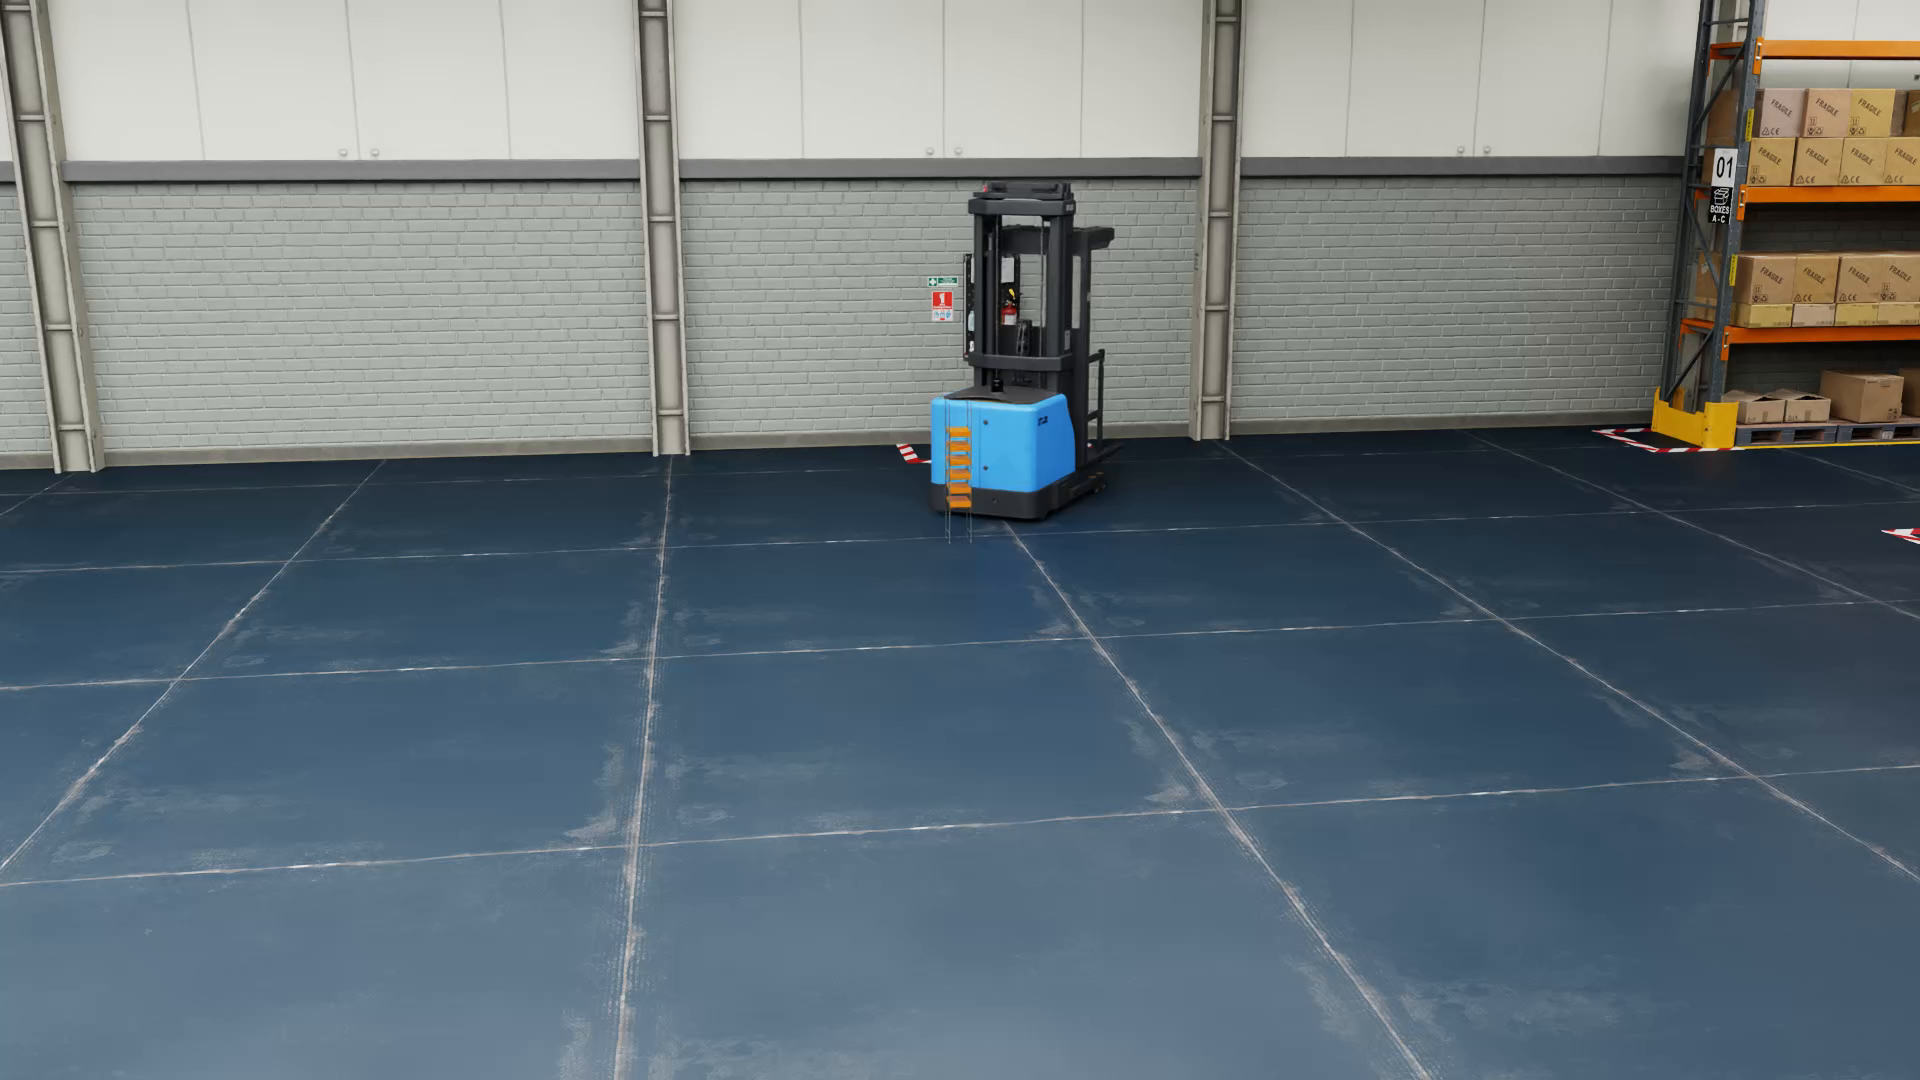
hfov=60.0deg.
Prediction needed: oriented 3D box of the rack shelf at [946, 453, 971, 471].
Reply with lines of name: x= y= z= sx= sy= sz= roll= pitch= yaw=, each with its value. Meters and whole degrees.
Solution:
rack shelf: x=-0.014 y=-0.655 z=14.055 sx=0.180 sy=0.103 sz=0.258 roll=-2 pitch=14 yaw=-8

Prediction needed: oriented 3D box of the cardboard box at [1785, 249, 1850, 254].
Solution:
cardboard box: x=9.633 y=-3.003 z=18.755 sx=0.500 sy=0.500 sz=0.500 roll=-2 pitch=14 yaw=-10

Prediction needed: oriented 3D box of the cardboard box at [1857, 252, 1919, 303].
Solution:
cardboard box: x=10.217 y=-2.898 z=18.338 sx=0.500 sy=0.500 sz=0.500 roll=-2 pitch=14 yaw=-7

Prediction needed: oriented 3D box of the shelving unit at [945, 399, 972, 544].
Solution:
shelving unit: x=-0.014 y=-0.581 z=14.074 sx=0.189 sy=1.200 sz=0.258 roll=-2 pitch=14 yaw=-8

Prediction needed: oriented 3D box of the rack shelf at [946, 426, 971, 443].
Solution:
rack shelf: x=-0.014 y=-0.888 z=13.997 sx=0.180 sy=0.103 sz=0.258 roll=-2 pitch=14 yaw=-8

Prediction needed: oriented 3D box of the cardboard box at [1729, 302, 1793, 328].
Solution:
cardboard box: x=8.719 y=-2.477 z=18.198 sx=0.500 sy=0.250 sz=0.500 roll=-3 pitch=14 yaw=-10

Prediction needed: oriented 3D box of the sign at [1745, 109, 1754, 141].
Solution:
sign: x=8.270 y=-4.347 z=17.425 sx=0.005 sy=0.325 sz=0.100 roll=-2 pitch=14 yaw=-8

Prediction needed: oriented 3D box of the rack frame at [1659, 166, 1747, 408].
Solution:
rack frame: x=8.189 y=-2.598 z=18.416 sx=0.127 sy=3.000 sz=1.000 roll=-2 pitch=14 yaw=-8

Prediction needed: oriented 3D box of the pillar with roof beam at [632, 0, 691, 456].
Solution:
pillar with roof beam: x=-2.472 y=-4.271 z=12.754 sx=0.400 sy=9.000 sz=9.100 roll=-2 pitch=14 yaw=-8

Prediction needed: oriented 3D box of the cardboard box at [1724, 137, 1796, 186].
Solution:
cardboard box: x=8.557 y=-4.064 z=17.846 sx=0.500 sy=0.500 sz=0.500 roll=-2 pitch=14 yaw=-7

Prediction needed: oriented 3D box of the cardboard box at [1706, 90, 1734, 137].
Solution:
cardboard box: x=8.577 y=-4.675 z=18.228 sx=0.500 sy=0.500 sz=0.500 roll=-1 pitch=14 yaw=-6

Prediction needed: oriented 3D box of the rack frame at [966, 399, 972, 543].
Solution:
rack frame: x=0.076 y=-0.585 z=14.087 sx=0.006 sy=1.200 sz=0.240 roll=-2 pitch=14 yaw=-8

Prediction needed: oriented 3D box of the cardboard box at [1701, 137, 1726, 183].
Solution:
cardboard box: x=8.564 y=-4.188 z=18.340 sx=0.500 sy=0.500 sz=0.500 roll=-1 pitch=14 yaw=-4

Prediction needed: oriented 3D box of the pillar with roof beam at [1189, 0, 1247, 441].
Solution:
pillar with roof beam: x=3.461 y=-4.489 z=13.621 sx=0.400 sy=9.000 sz=9.100 roll=-2 pitch=14 yaw=-8

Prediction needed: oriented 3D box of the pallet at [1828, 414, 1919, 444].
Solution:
pallet: x=10.277 y=-1.313 z=19.023 sx=1.213 sy=0.211 sz=1.003 roll=-2 pitch=14 yaw=-8

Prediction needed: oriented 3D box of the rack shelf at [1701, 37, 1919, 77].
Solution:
rack shelf: x=10.167 y=-5.230 z=18.064 sx=4.000 sy=0.370 sz=1.077 roll=-2 pitch=14 yaw=-8

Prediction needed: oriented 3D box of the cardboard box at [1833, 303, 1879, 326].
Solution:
cardboard box: x=9.735 y=-2.516 z=18.355 sx=0.500 sy=0.250 sz=0.500 roll=-2 pitch=14 yaw=-9

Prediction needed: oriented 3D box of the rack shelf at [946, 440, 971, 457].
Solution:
rack shelf: x=-0.014 y=-0.771 z=14.026 sx=0.180 sy=0.103 sz=0.258 roll=-2 pitch=14 yaw=-8

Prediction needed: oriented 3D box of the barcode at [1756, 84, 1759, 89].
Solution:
barcode: x=8.817 y=-5.024 z=18.427 sx=0.075 sy=0.075 sz=0.001 roll=-2 pitch=14 yaw=-8

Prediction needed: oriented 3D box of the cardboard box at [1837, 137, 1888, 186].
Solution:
cardboard box: x=9.606 y=-4.094 z=17.968 sx=0.500 sy=0.500 sz=0.500 roll=-1 pitch=14 yaw=-6

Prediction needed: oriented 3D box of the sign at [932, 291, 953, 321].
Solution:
sign: x=-0.192 y=-2.556 z=18.174 sx=0.234 sy=0.329 sz=0.001 roll=-2 pitch=14 yaw=-8

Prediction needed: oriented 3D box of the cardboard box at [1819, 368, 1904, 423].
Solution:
cardboard box: x=10.183 y=-1.638 z=18.821 sx=0.500 sy=0.500 sz=0.700 roll=-3 pitch=14 yaw=-12

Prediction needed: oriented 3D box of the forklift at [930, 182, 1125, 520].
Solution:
forklift: x=0.794 y=-1.916 z=15.836 sx=1.130 sy=2.935 sz=3.031 roll=6 pitch=15 yaw=24

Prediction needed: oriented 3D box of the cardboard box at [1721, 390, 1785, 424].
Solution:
cardboard box: x=8.887 y=-1.511 z=18.704 sx=0.500 sy=0.311 sz=0.500 roll=-4 pitch=15 yaw=-15

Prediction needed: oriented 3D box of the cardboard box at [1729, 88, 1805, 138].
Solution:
cardboard box: x=8.606 y=-4.552 z=17.738 sx=0.500 sy=0.500 sz=0.500 roll=-3 pitch=14 yaw=-12

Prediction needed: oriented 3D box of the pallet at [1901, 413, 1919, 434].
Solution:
pallet: x=11.486 y=-1.358 z=19.203 sx=1.213 sy=0.211 sz=1.003 roll=-2 pitch=14 yaw=-8

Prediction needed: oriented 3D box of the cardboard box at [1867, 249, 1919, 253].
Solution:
cardboard box: x=10.643 y=-3.043 z=18.914 sx=0.500 sy=0.500 sz=0.500 roll=-2 pitch=14 yaw=-7

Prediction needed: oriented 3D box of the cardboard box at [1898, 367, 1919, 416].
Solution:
cardboard box: x=11.124 y=-1.697 z=19.057 sx=0.500 sy=0.500 sz=0.500 roll=-3 pitch=14 yaw=-13

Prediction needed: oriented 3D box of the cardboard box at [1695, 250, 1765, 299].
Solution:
cardboard box: x=8.624 y=-2.967 z=18.613 sx=0.500 sy=0.500 sz=0.500 roll=-2 pitch=14 yaw=-9

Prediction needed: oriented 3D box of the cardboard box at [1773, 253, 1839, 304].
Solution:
cardboard box: x=9.196 y=-2.860 z=18.184 sx=0.500 sy=0.500 sz=0.500 roll=-2 pitch=14 yaw=-8

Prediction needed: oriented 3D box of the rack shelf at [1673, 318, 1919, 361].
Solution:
rack shelf: x=10.167 y=-2.322 z=18.793 sx=4.000 sy=0.370 sz=1.077 roll=-2 pitch=14 yaw=-8

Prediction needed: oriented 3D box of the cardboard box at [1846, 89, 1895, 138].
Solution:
cardboard box: x=9.615 y=-4.579 z=17.847 sx=0.500 sy=0.500 sz=0.500 roll=-2 pitch=14 yaw=-7

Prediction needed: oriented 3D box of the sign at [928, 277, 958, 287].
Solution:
sign: x=-0.186 y=-2.811 z=18.102 sx=0.331 sy=0.109 sz=0.001 roll=-2 pitch=14 yaw=-8

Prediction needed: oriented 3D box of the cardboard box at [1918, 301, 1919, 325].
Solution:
cardboard box: x=10.732 y=-2.552 z=18.500 sx=0.500 sy=0.250 sz=0.500 roll=-2 pitch=14 yaw=-9
